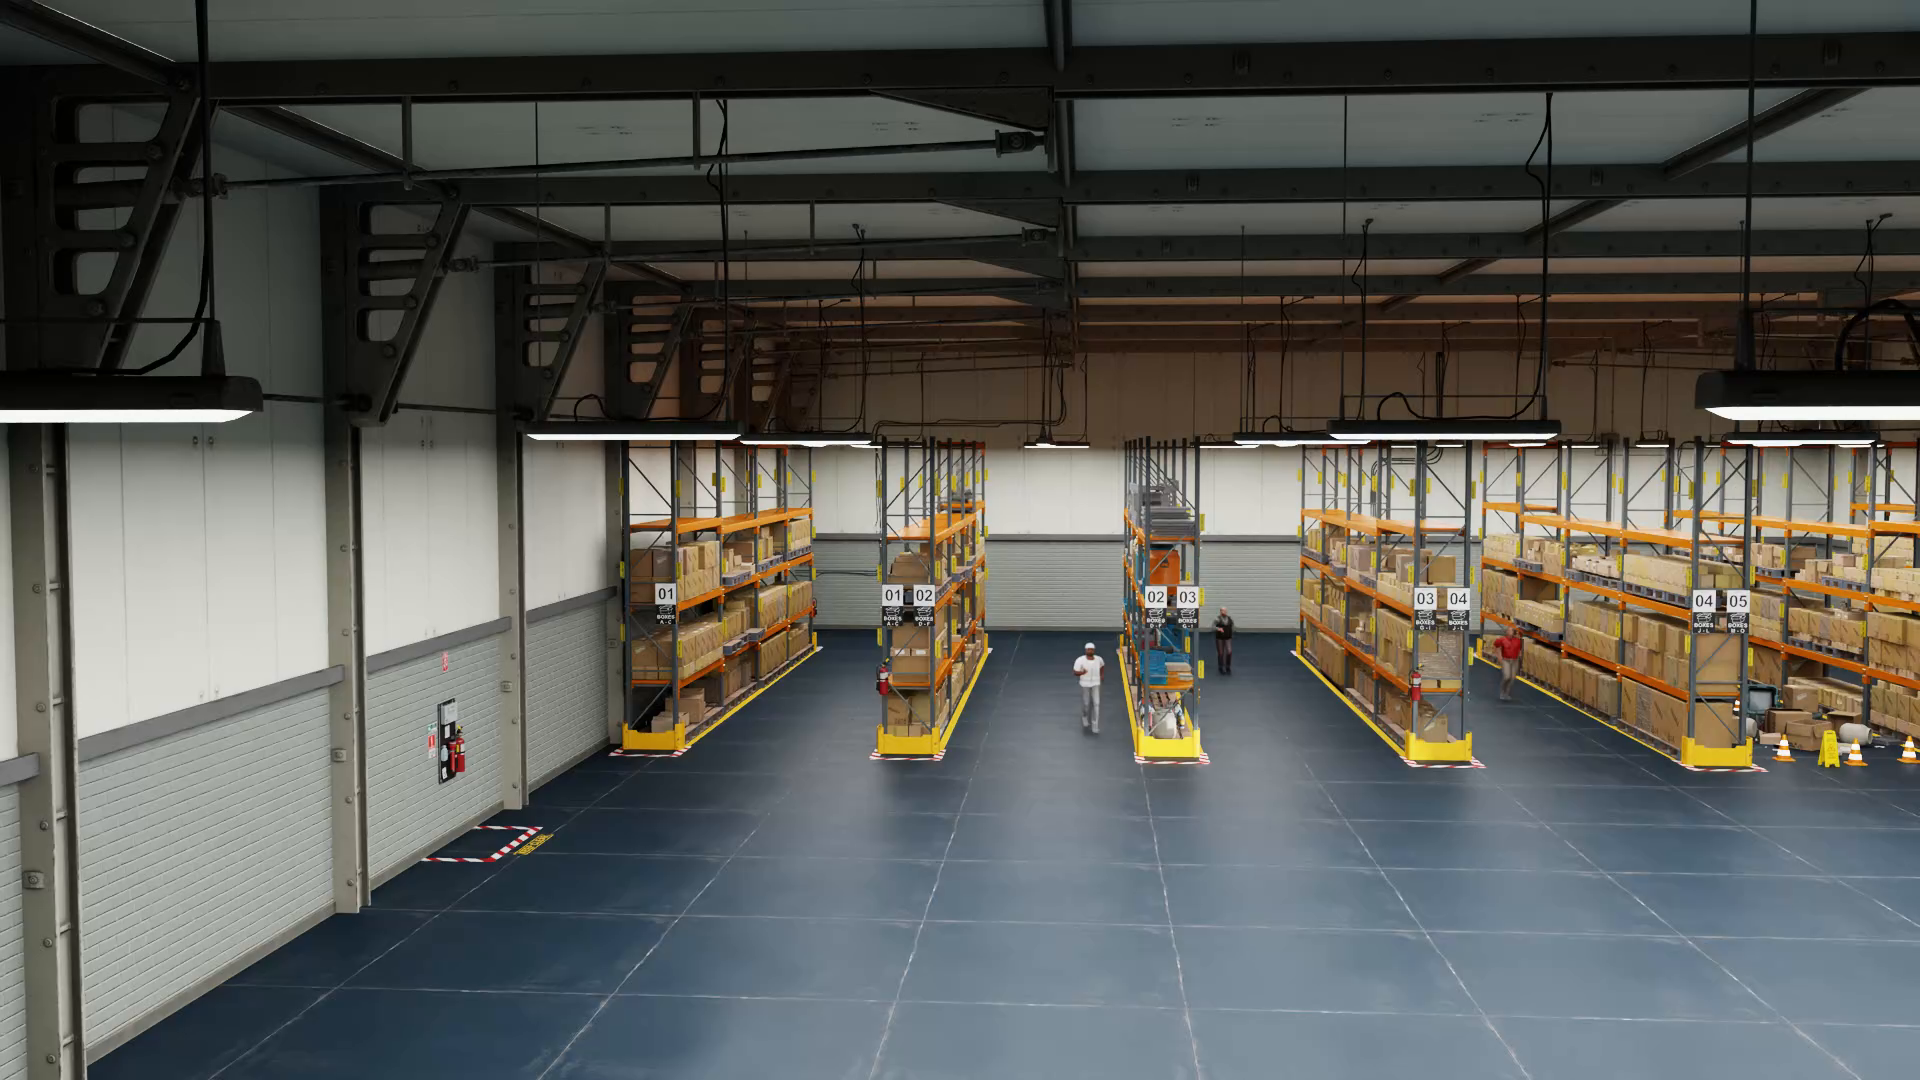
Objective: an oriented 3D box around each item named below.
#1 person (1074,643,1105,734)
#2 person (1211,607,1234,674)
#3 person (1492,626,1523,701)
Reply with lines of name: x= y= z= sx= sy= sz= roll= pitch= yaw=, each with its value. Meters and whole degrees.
person: x=2.655 y=3.001 z=34.010 sx=0.679 sy=1.809 sz=0.833 roll=0 pitch=3 yaw=-3
person: x=6.783 y=2.586 z=42.797 sx=0.647 sy=1.751 sz=0.726 roll=0 pitch=3 yaw=-2
person: x=12.576 y=2.845 z=38.020 sx=0.634 sy=1.729 sz=0.673 roll=0 pitch=3 yaw=-6
